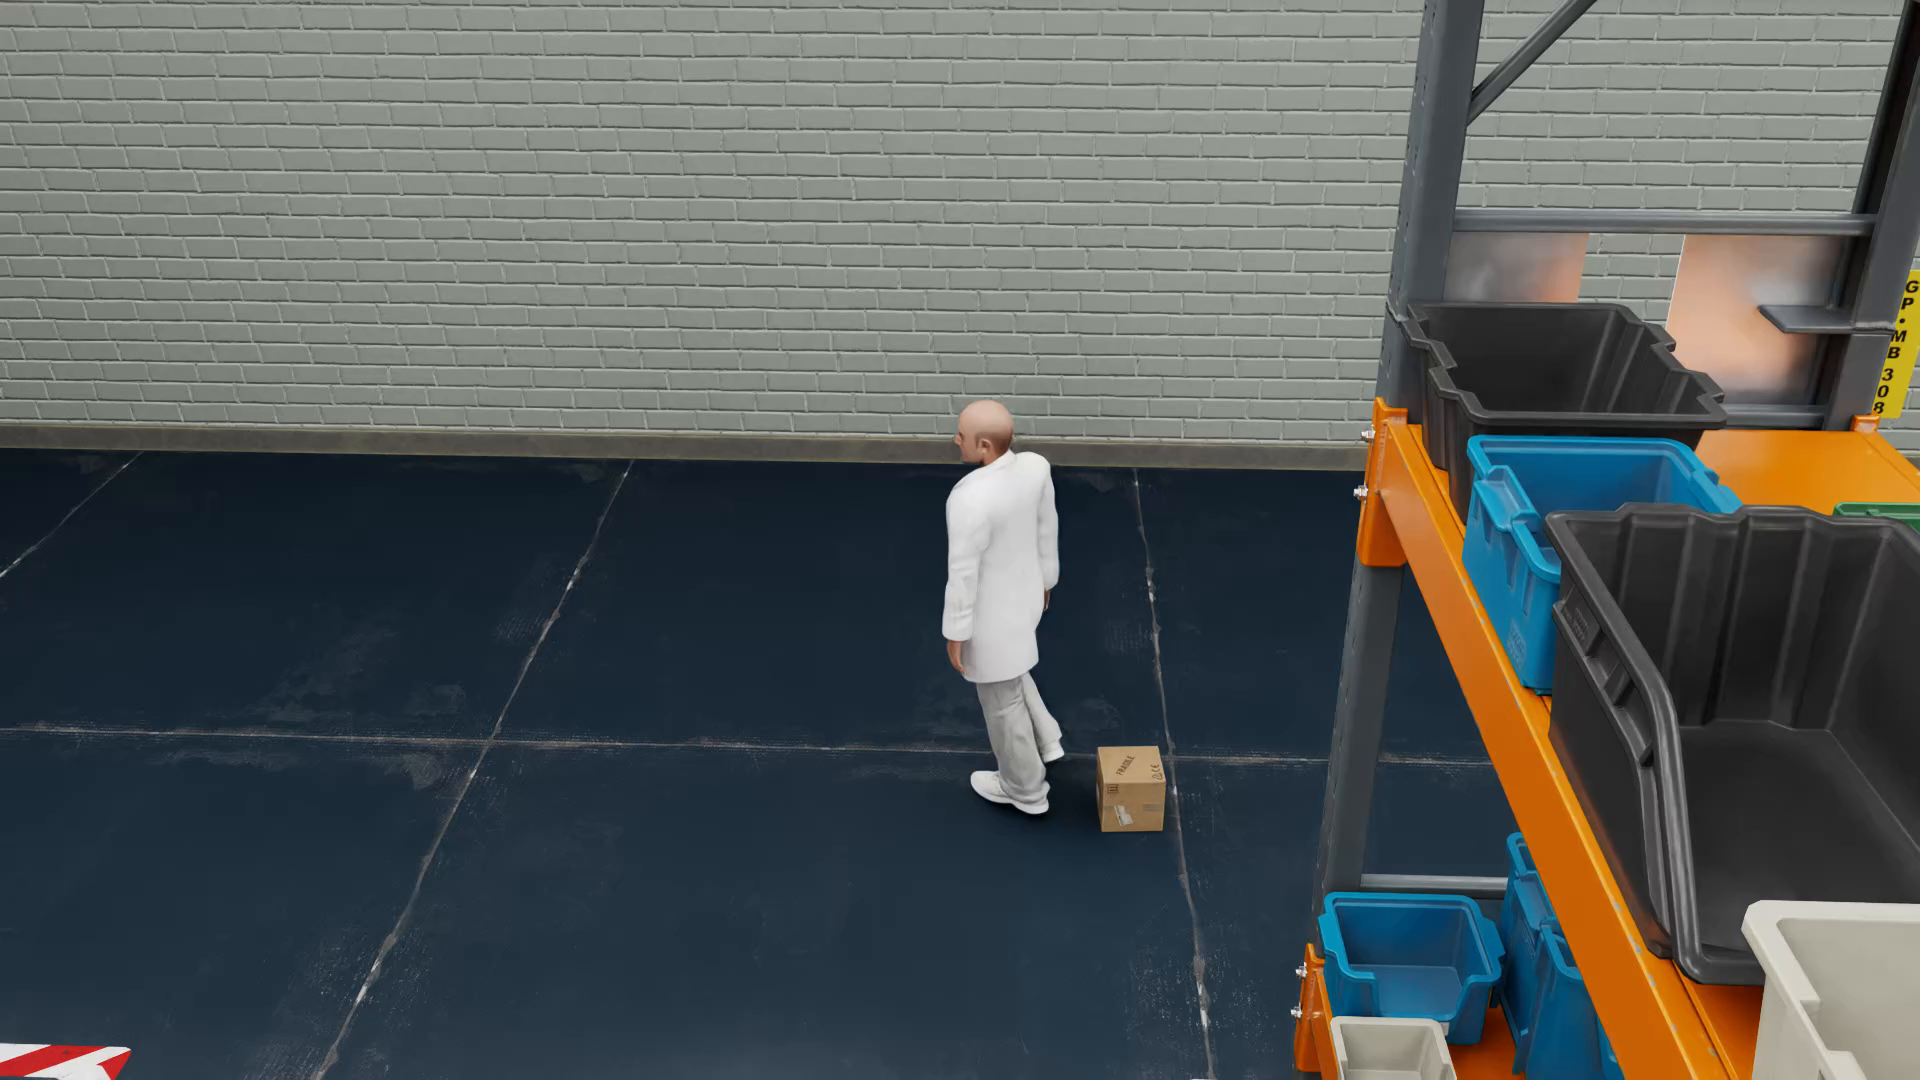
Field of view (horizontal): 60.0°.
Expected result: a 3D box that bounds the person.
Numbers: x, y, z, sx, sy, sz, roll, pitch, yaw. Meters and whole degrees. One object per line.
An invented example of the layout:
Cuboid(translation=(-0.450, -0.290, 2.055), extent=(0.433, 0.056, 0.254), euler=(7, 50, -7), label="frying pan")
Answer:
Cuboid(translation=(0.165, 0.261, 6.582), extent=(0.528, 1.774, 0.691), euler=(18, 33, 31), label="person")
